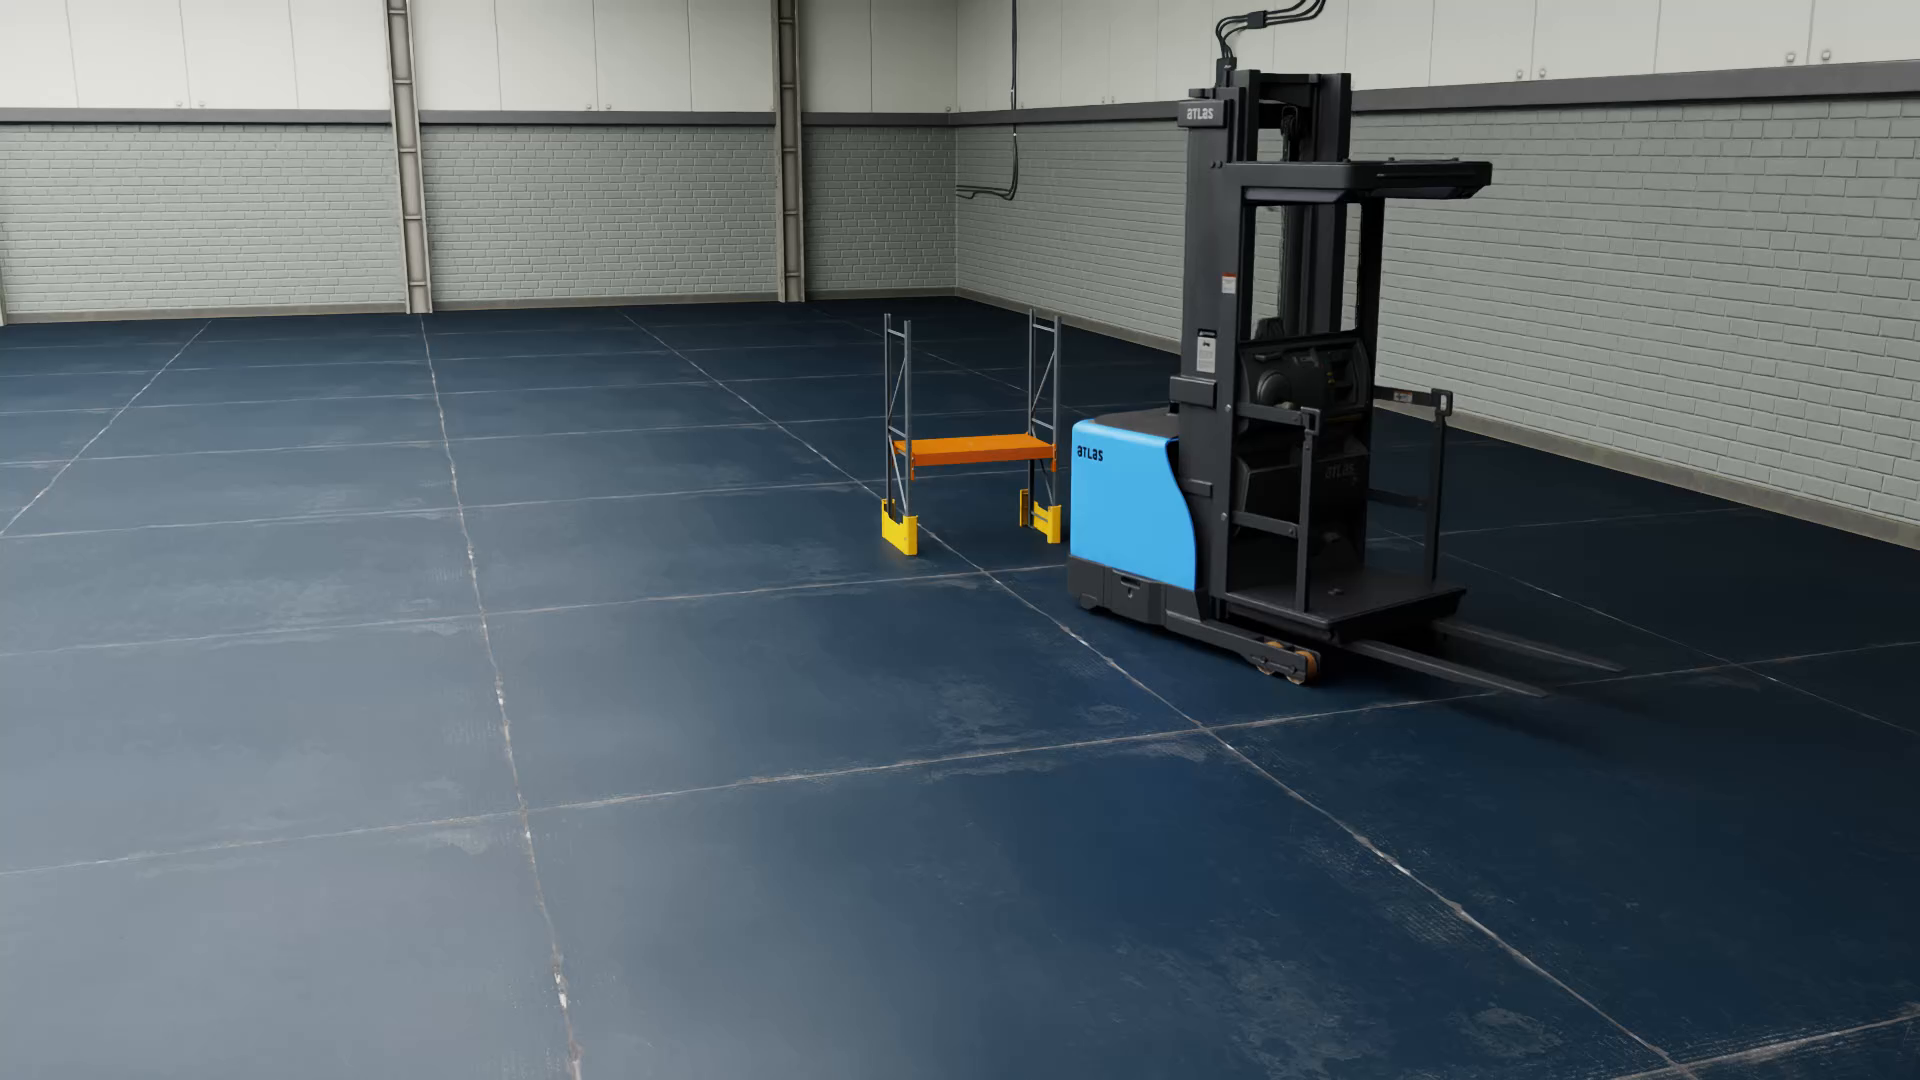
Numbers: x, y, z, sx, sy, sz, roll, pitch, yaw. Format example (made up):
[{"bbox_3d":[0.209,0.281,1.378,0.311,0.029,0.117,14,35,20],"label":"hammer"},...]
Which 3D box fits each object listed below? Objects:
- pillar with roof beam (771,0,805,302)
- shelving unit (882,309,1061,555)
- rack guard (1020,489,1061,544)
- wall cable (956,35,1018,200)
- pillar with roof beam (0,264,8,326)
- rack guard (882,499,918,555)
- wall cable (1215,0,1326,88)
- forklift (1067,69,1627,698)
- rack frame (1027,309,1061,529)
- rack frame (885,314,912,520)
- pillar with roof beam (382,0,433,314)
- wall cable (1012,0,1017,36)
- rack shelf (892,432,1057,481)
[{"bbox_3d":[-1.477,-7.474,23.119,0.400,9.000,9.100,-4,14,-18],"label":"pillar with roof beam"},{"bbox_3d":[0.072,-0.735,10.993,1.083,1.500,0.587,-4,14,-18],"label":"shelving unit"},{"bbox_3d":[0.544,-0.164,11.292,0.087,0.250,0.587,-4,14,-18],"label":"rack guard"},{"bbox_3d":[0.364,-6.835,27.142,0.112,2.526,3.097,-4,14,-18],"label":"wall cable"},{"bbox_3d":[-12.850,-6.589,19.395,0.400,9.000,9.100,-4,14,-18],"label":"pillar with roof beam"},{"bbox_3d":[-0.400,-0.090,10.983,0.087,0.250,0.587,-4,14,-18],"label":"rack guard"},{"bbox_3d":[3.377,-7.917,17.631,0.169,6.003,2.305,-4,14,-18],"label":"wall cable"},{"bbox_3d":[1.902,-0.846,8.365,1.130,2.935,3.031,-10,17,-36],"label":"forklift"},{"bbox_3d":[0.563,-0.773,11.153,0.032,1.500,0.500,-4,14,-18],"label":"rack frame"},{"bbox_3d":[-0.401,-0.698,10.838,0.032,1.500,0.500,-4,14,-18],"label":"rack frame"},{"bbox_3d":[-7.163,-7.031,21.257,0.400,9.000,9.100,-4,14,-18],"label":"pillar with roof beam"},{"bbox_3d":[1.227,-8.699,24.064,0.112,2.526,3.097,-4,14,-18],"label":"wall cable"},{"bbox_3d":[0.081,-0.561,11.037,1.000,0.185,0.538,-4,14,-18],"label":"rack shelf"}]
